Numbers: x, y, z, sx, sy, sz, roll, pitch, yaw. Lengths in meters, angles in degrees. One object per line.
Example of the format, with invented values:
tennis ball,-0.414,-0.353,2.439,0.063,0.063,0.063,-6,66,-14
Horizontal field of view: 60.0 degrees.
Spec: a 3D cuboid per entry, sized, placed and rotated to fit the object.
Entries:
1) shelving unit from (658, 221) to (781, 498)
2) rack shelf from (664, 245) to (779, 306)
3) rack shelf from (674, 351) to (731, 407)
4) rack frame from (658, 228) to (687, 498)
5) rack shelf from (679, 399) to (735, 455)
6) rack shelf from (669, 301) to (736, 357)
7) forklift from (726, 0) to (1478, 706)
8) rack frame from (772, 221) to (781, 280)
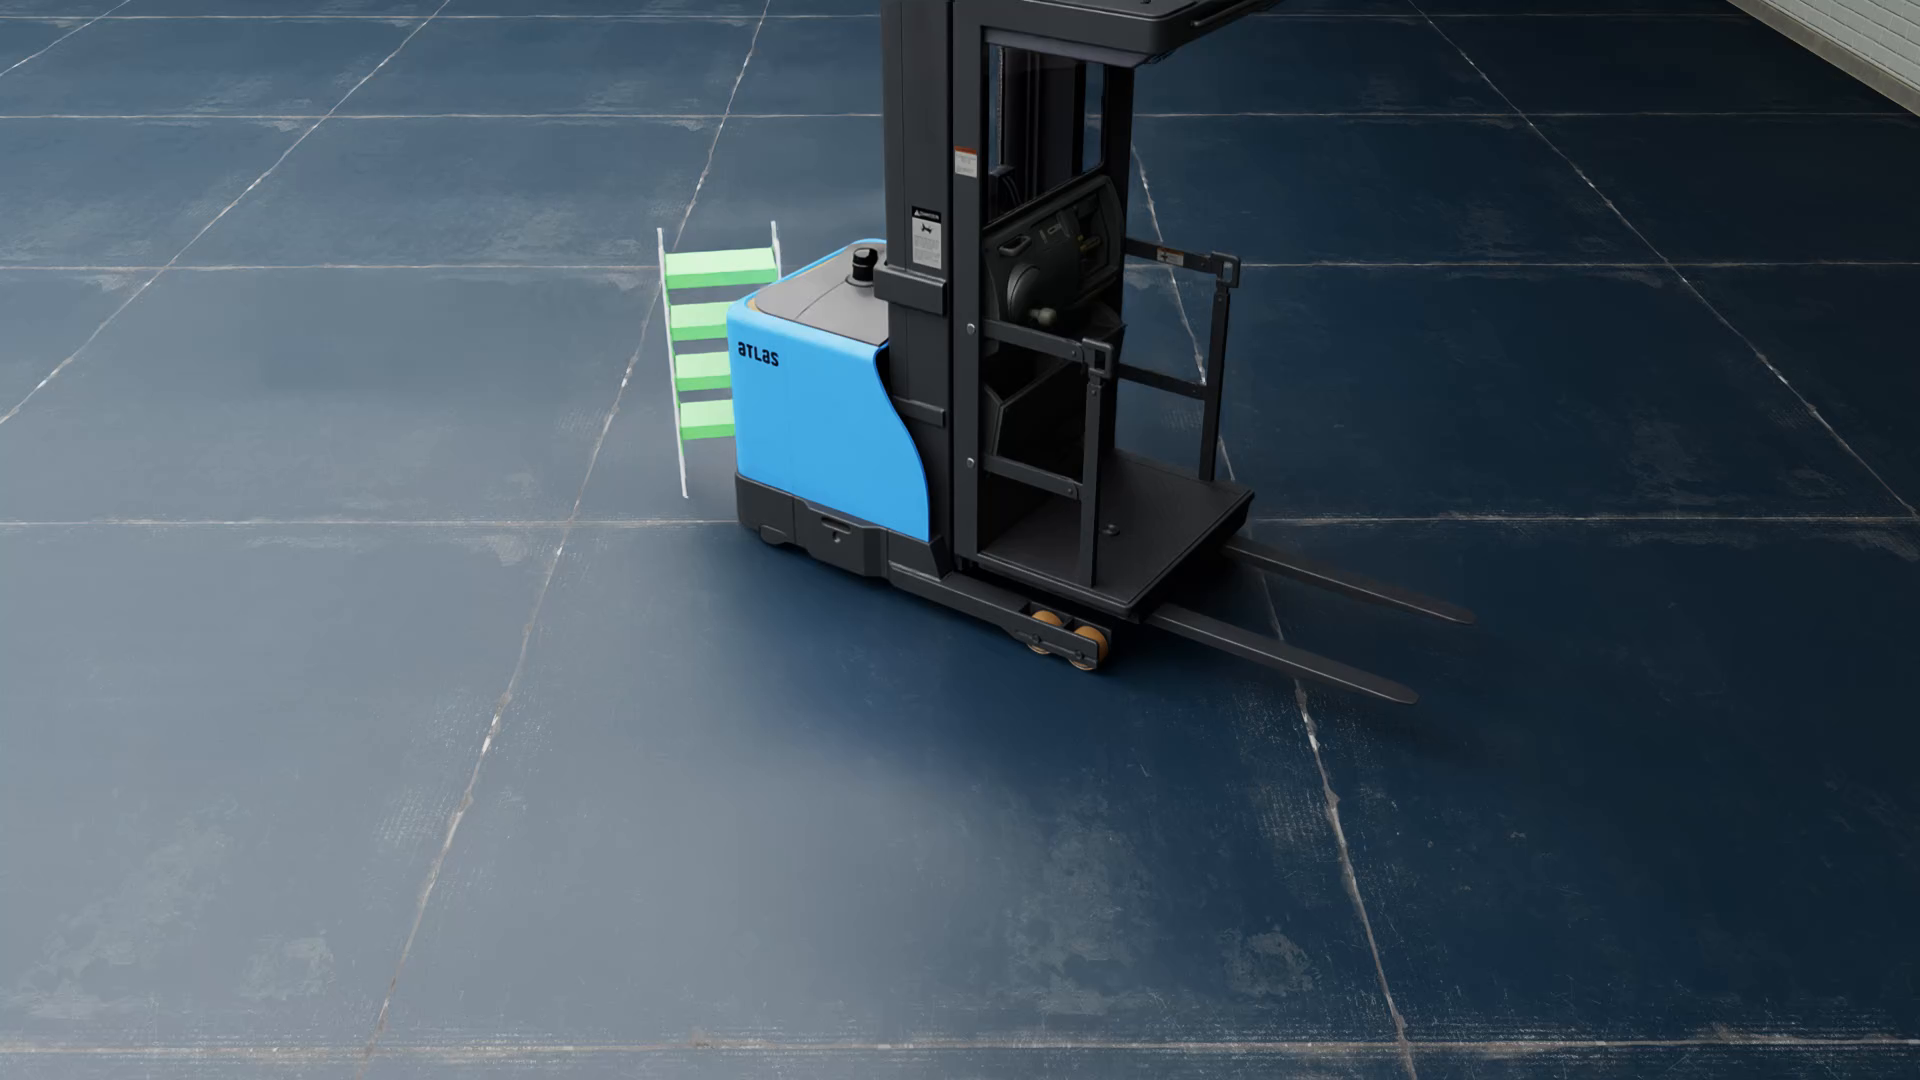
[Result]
shelving unit,-1.031,-0.788,7.391,0.503,1.200,0.258,-5,32,-8
rack shelf,-1.031,-1.143,7.175,0.480,0.148,0.258,-5,32,-8
rack shelf,-1.031,-0.733,7.424,0.480,0.148,0.258,-5,32,-8
rack frame,-1.271,-0.766,7.356,0.015,1.200,0.240,-5,32,-8
rack shelf,-1.031,-0.528,7.549,0.480,0.148,0.258,-5,32,-8
rack shelf,-1.031,-0.938,7.300,0.480,0.148,0.258,-5,32,-8
forklift,0.536,-1.065,6.180,3.031,2.935,1.130,19,36,29
rack frame,-0.790,-0.809,7.426,0.015,1.200,0.240,-5,32,-8
